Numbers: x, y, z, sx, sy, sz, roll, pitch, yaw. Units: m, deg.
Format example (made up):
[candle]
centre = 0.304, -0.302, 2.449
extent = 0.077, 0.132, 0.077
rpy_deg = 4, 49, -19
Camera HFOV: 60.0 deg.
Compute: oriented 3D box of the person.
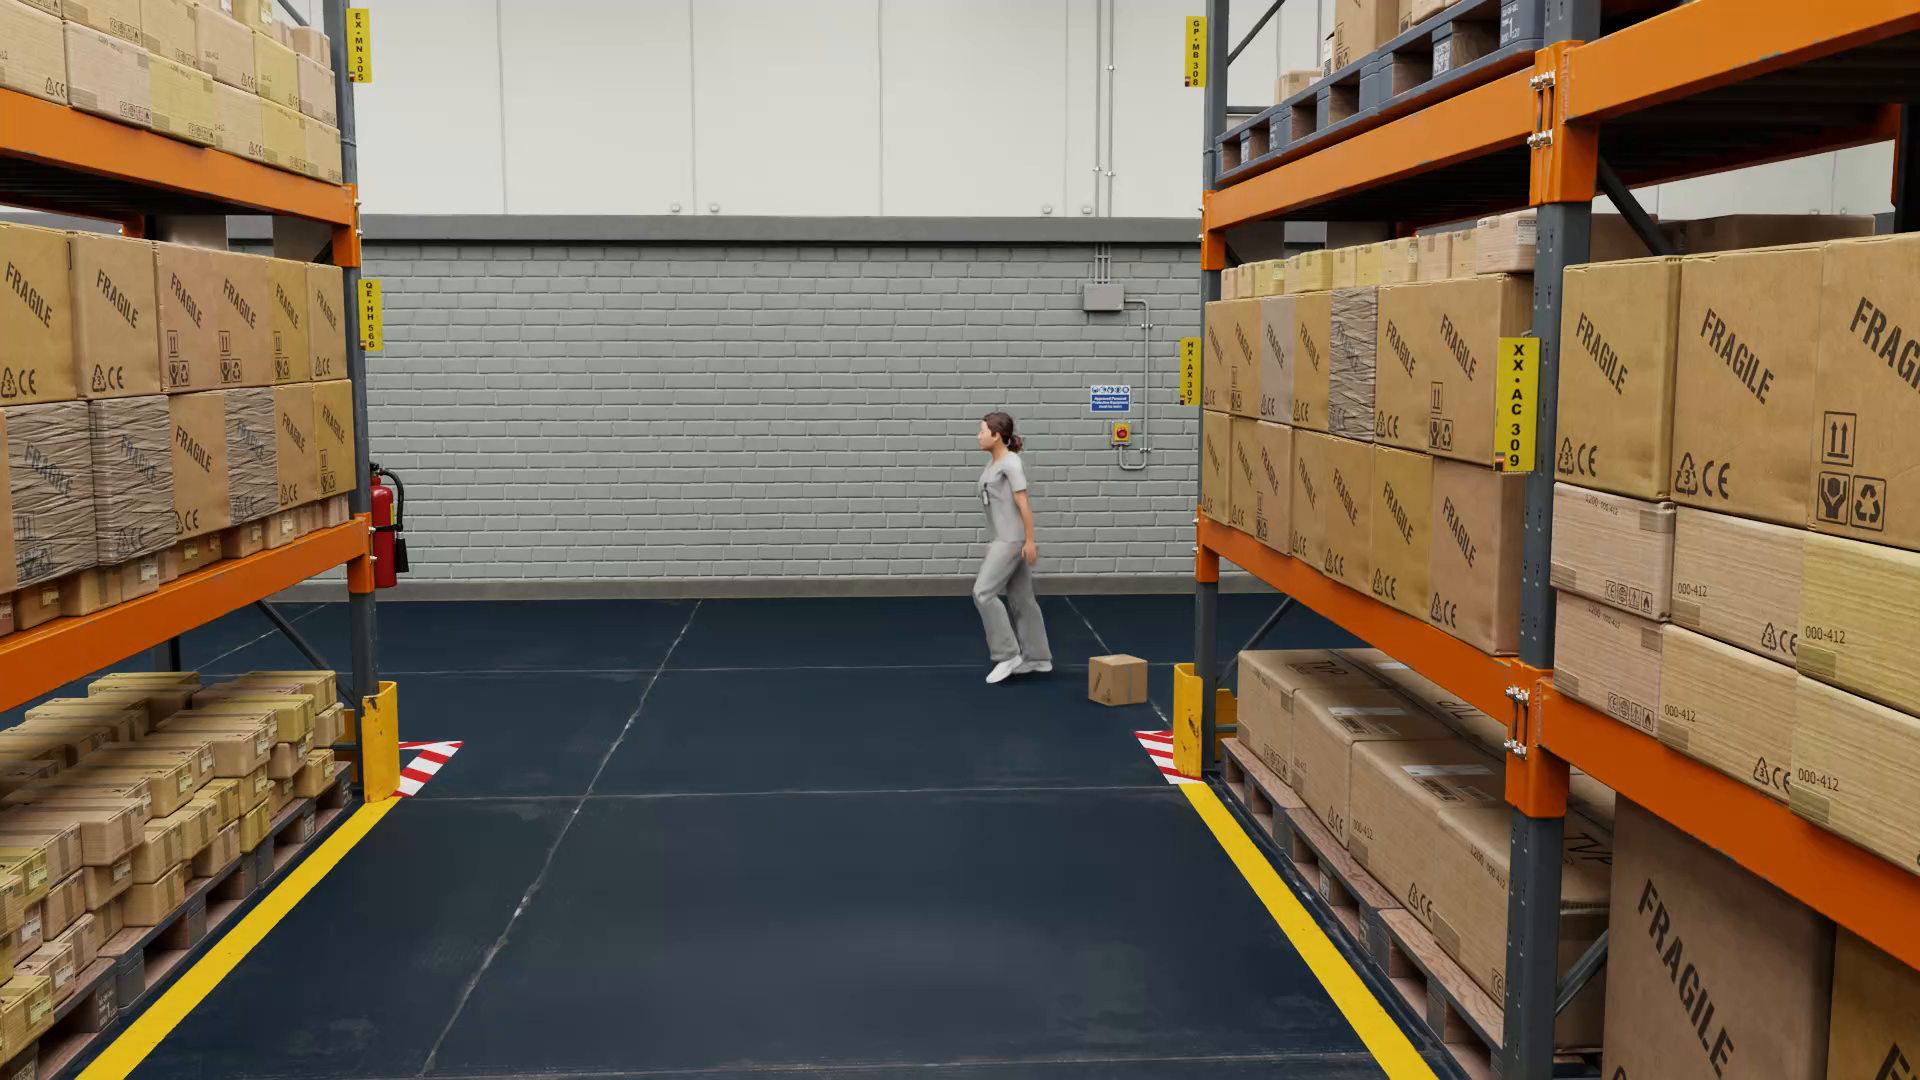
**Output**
[person]
centre = 0.323, 0.035, 10.447
extent = 0.533, 1.674, 0.473
rpy_deg = -1, 7, -9
